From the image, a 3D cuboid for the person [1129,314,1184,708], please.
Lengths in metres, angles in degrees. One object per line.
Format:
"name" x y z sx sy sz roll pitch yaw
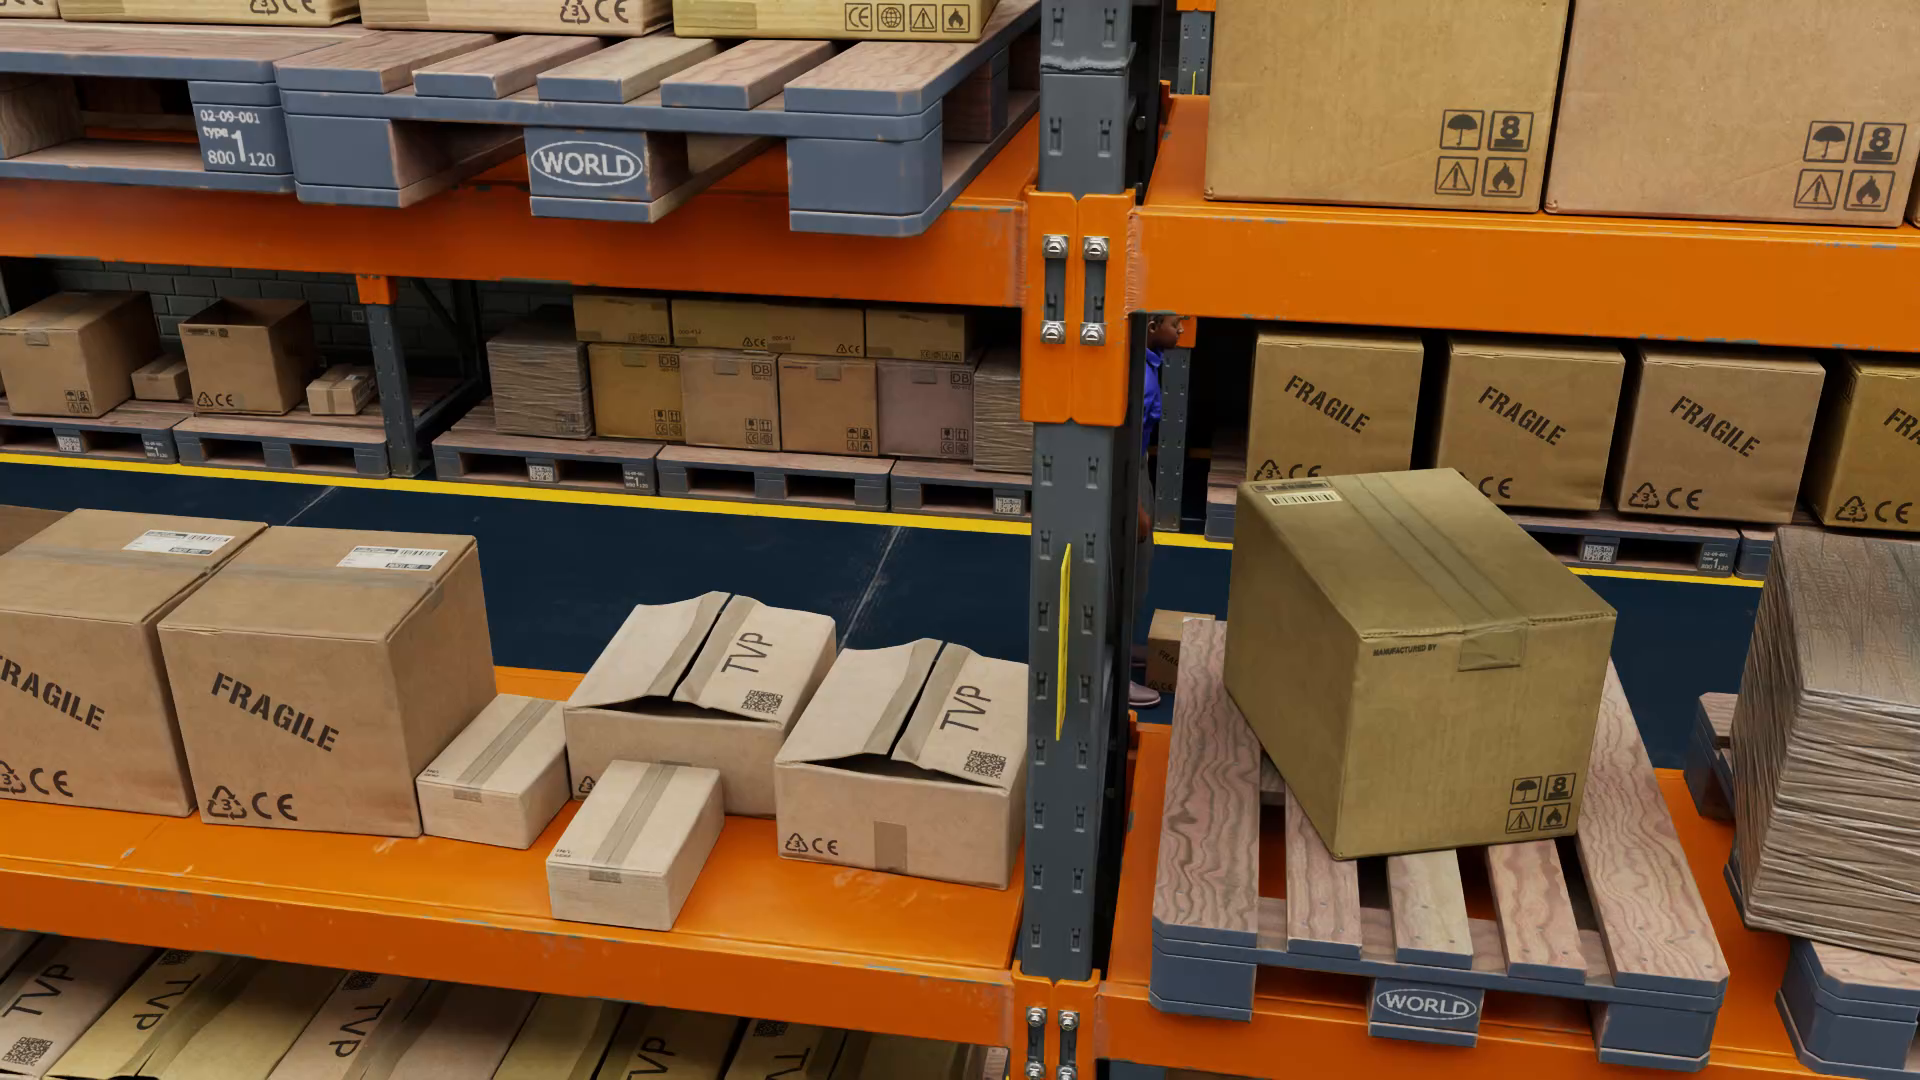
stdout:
"person" 0.668 -0.190 6.518 0.347 1.656 0.529 3 25 6
